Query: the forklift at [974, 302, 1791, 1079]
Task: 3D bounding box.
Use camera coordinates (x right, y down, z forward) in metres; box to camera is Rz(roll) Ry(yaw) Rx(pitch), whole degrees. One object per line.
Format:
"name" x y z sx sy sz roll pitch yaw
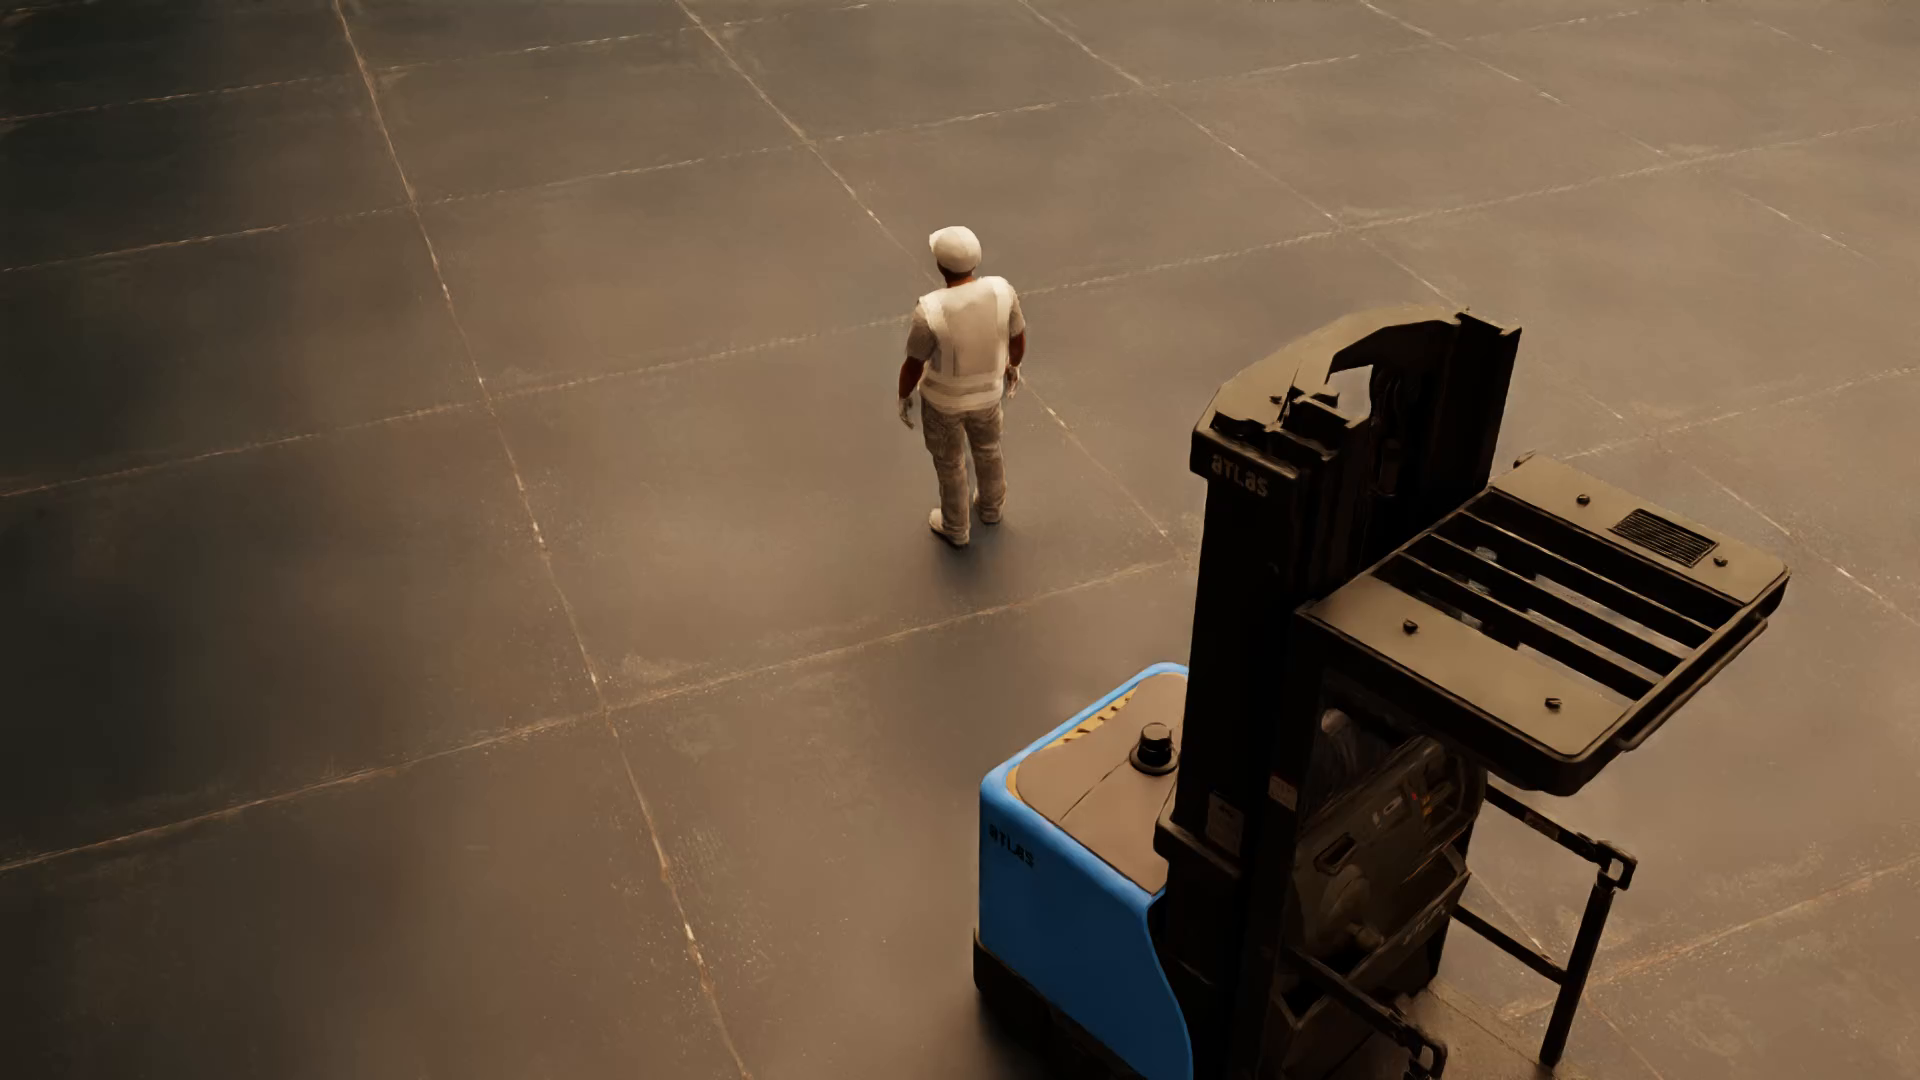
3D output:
"forklift" 1.424 0.924 4.799 1.130 2.935 3.031 -28 44 -34

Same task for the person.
"person" -0.021 -0.773 8.163 0.655 1.782 0.576 -14 38 -19
